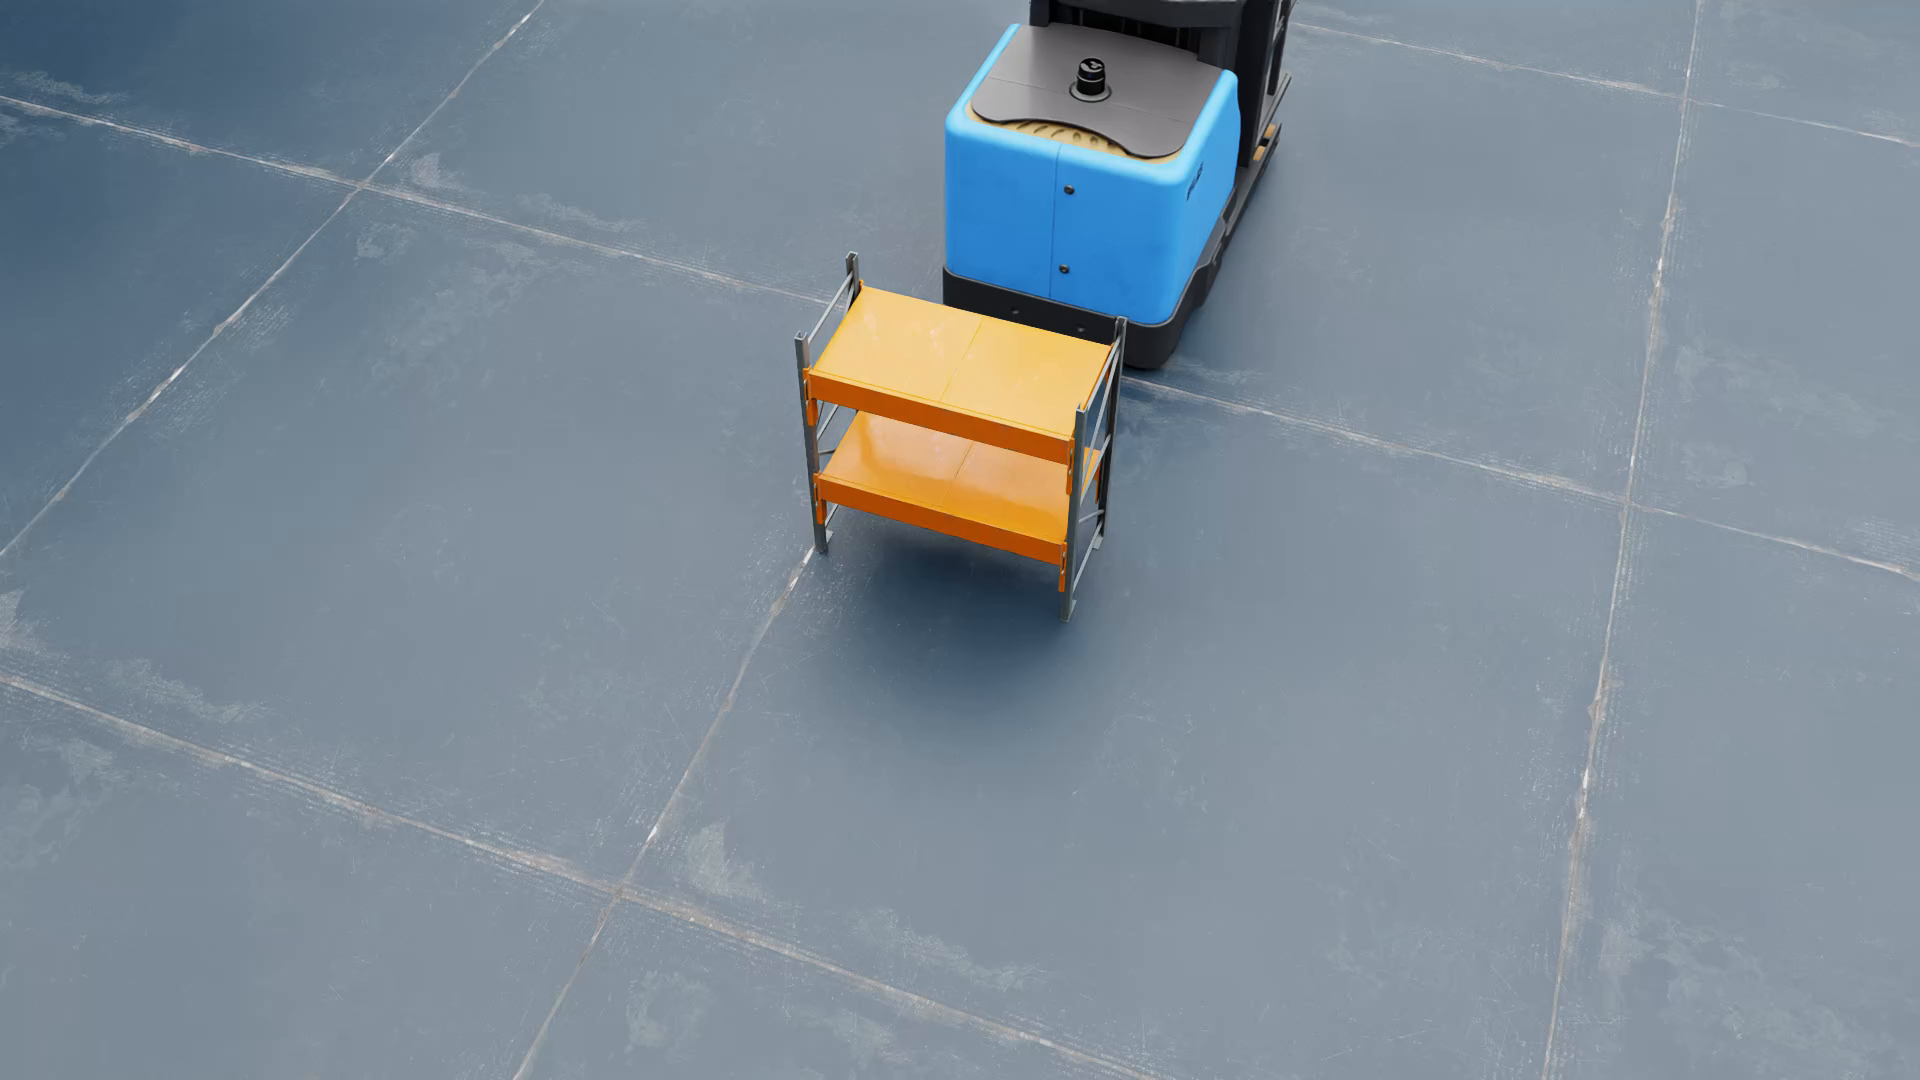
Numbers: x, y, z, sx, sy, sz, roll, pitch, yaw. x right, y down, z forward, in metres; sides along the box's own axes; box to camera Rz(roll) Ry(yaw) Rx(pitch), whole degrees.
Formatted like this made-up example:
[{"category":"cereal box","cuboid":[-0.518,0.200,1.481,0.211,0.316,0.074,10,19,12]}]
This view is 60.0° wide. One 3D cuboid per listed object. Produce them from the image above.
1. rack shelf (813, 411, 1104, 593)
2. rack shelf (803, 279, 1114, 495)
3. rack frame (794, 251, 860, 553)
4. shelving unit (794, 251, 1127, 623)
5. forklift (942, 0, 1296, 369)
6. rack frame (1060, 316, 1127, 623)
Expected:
[{"category":"rack shelf","cuboid":[0.006,-0.206,6.375,1.000,0.278,0.538,16,51,13]},{"category":"rack shelf","cuboid":[0.006,-0.558,5.969,1.000,0.278,0.538,16,51,13]},{"category":"rack frame","cuboid":[-0.471,-0.500,6.305,0.032,1.125,0.500,16,51,13]},{"category":"shelving unit","cuboid":[0.006,-0.367,6.190,1.048,1.125,0.538,16,51,13]},{"category":"forklift","cuboid":[0.945,-2.835,7.134,1.130,2.935,3.031,17,51,14]},{"category":"rack frame","cuboid":[0.483,-0.234,6.075,0.032,1.125,0.500,16,51,13]}]
